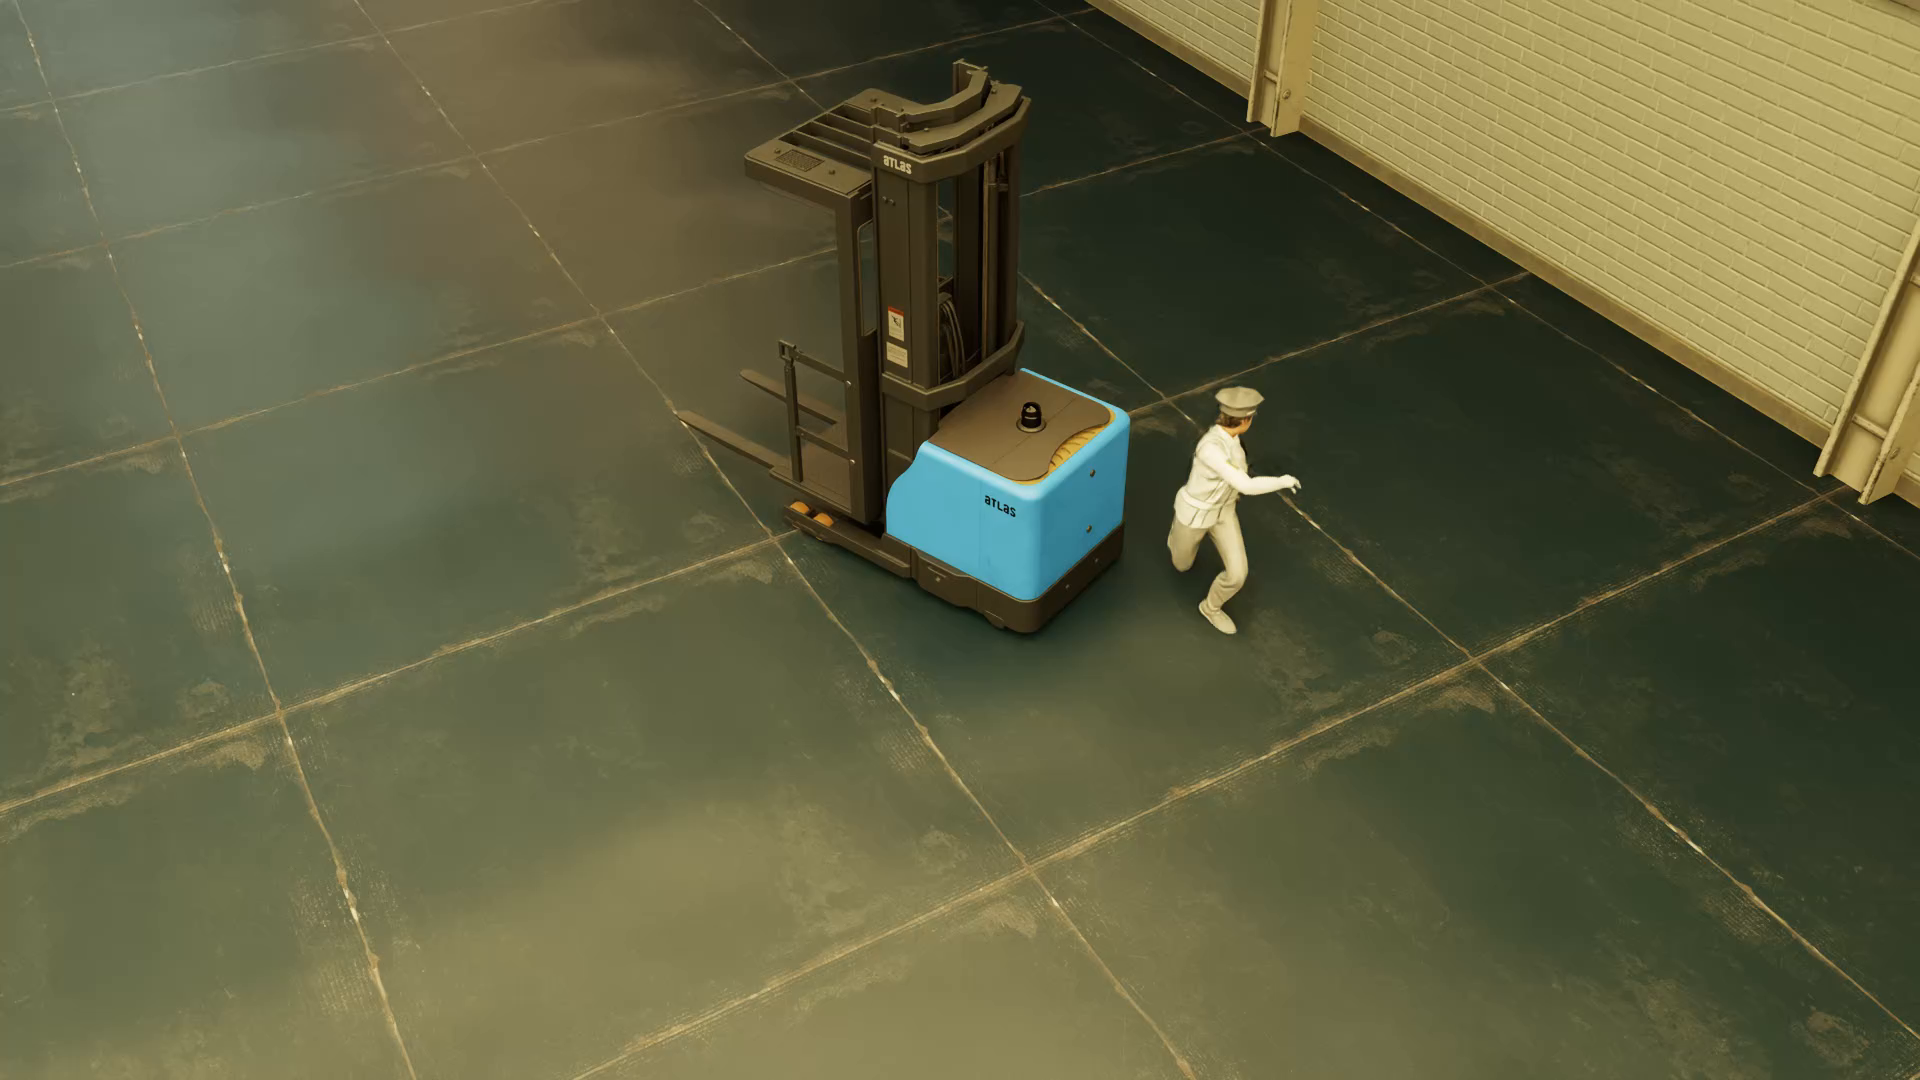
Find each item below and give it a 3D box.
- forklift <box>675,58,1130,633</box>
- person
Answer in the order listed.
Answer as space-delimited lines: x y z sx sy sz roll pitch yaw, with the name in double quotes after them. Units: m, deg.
-0.481 -1.366 9.683 3.031 2.935 1.130 26 46 28 "forklift"
1.504 -0.253 9.574 0.631 1.438 0.903 -17 43 -20 "person"
